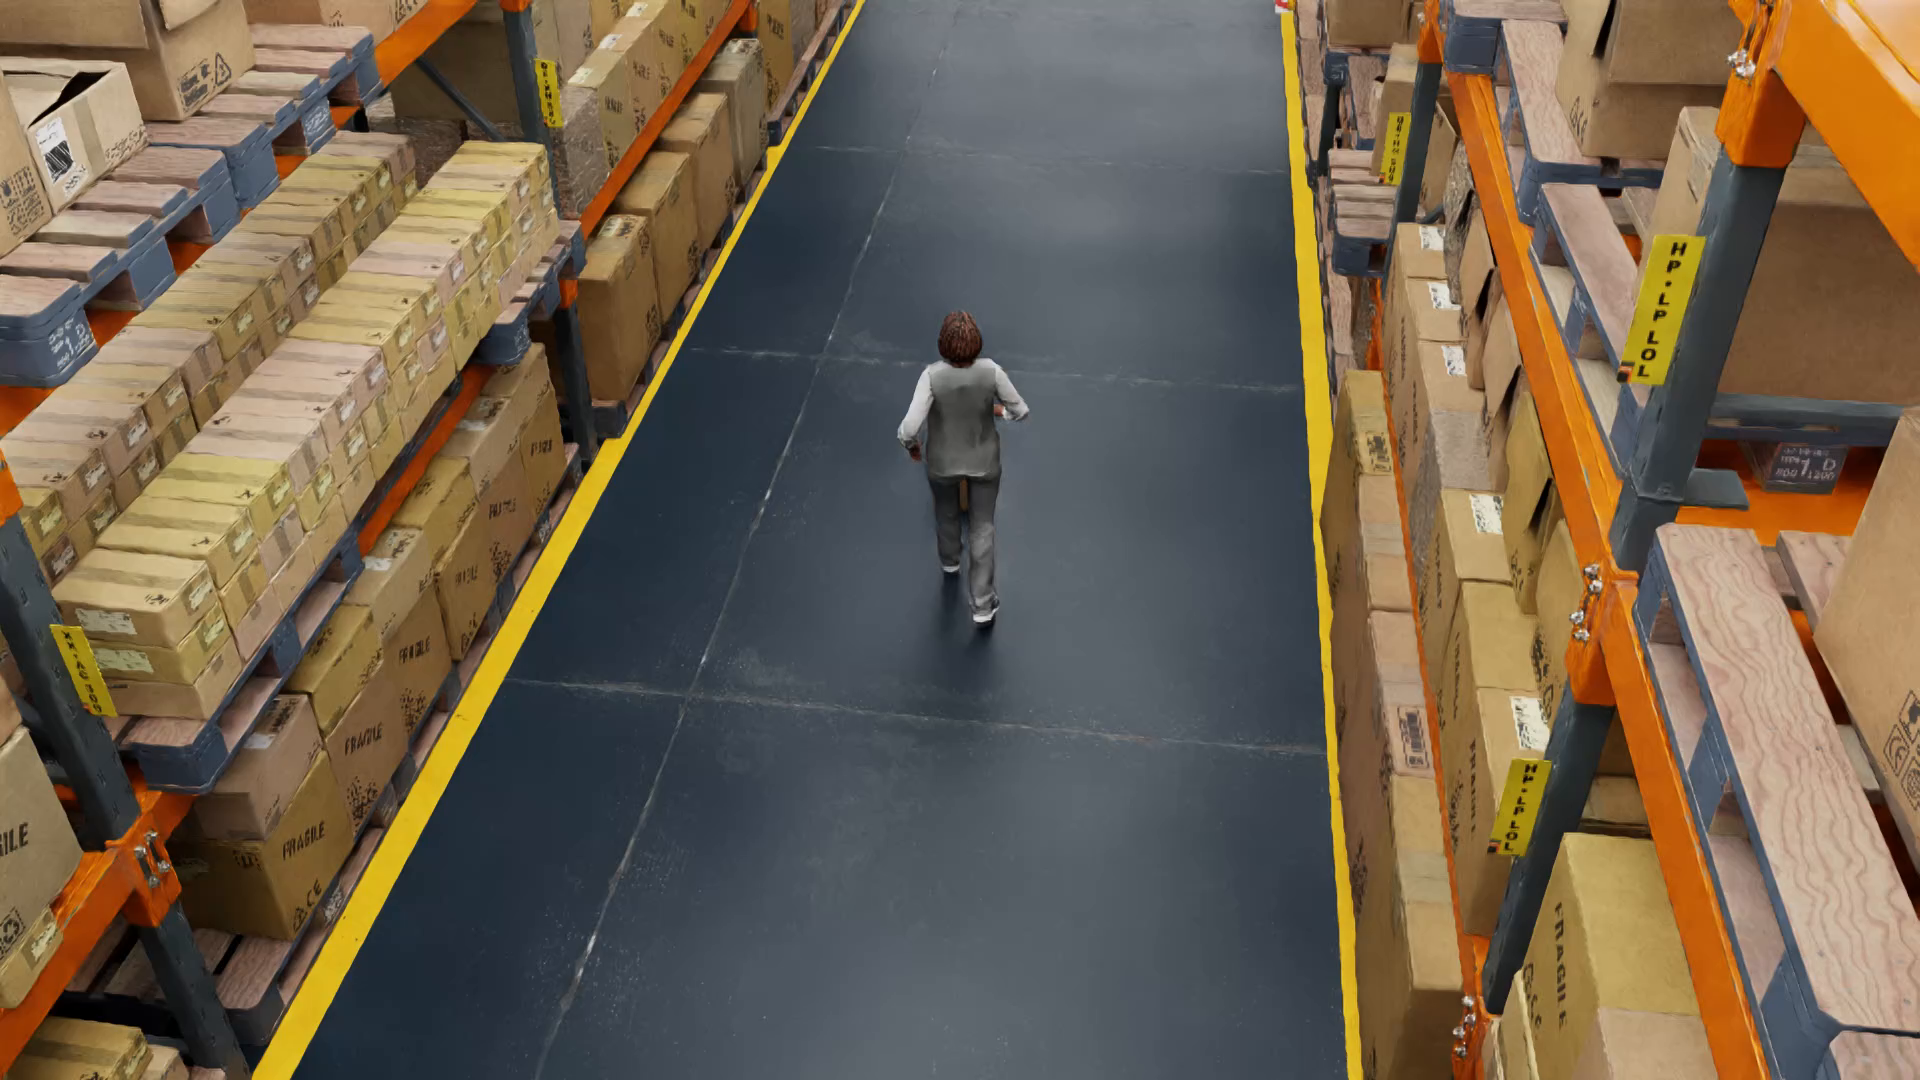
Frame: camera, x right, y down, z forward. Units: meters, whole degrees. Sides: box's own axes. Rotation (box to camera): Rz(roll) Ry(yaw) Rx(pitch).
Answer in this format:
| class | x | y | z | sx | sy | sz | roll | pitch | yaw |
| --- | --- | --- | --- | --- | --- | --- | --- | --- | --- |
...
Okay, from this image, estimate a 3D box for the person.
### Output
| class | x | y | z | sx | sy | sz | roll | pitch | yaw |
| --- | --- | --- | --- | --- | --- | --- | --- | --- | --- |
| person | -0.001 | -0.371 | 7.603 | 0.551 | 1.490 | 0.700 | -3 | 37 | -4 |
